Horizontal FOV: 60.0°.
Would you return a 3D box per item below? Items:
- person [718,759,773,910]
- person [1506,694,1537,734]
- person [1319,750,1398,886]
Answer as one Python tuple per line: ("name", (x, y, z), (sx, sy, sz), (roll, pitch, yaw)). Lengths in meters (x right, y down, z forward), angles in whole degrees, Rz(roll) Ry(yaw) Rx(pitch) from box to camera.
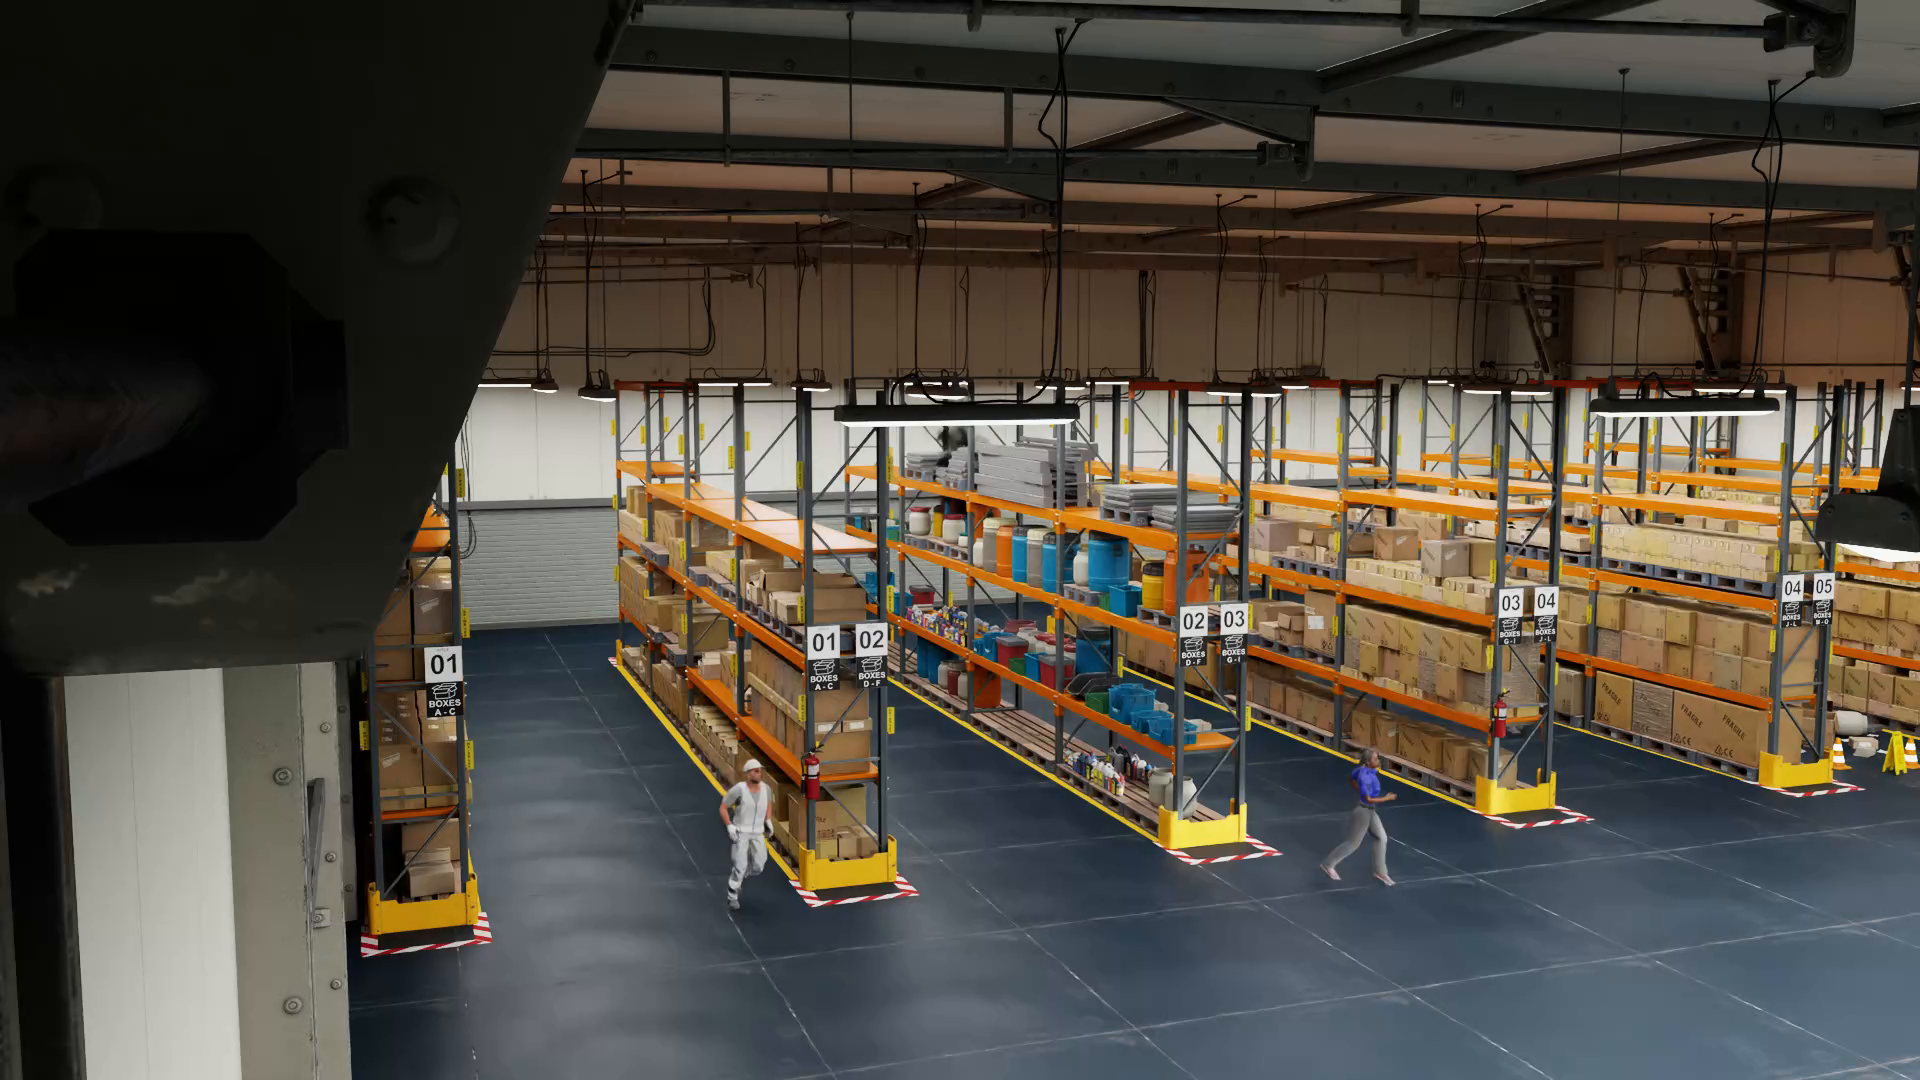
("person", (-2.475, 3.421, 19.495), (0.708, 1.719, 0.558), (-4, 7, -32))
("person", (9.610, 2.486, 28.420), (0.652, 1.687, 0.602), (-2, 6, -19))
("person", (4.866, 3.375, 20.263), (0.900, 1.697, 0.587), (2, 6, 19))
